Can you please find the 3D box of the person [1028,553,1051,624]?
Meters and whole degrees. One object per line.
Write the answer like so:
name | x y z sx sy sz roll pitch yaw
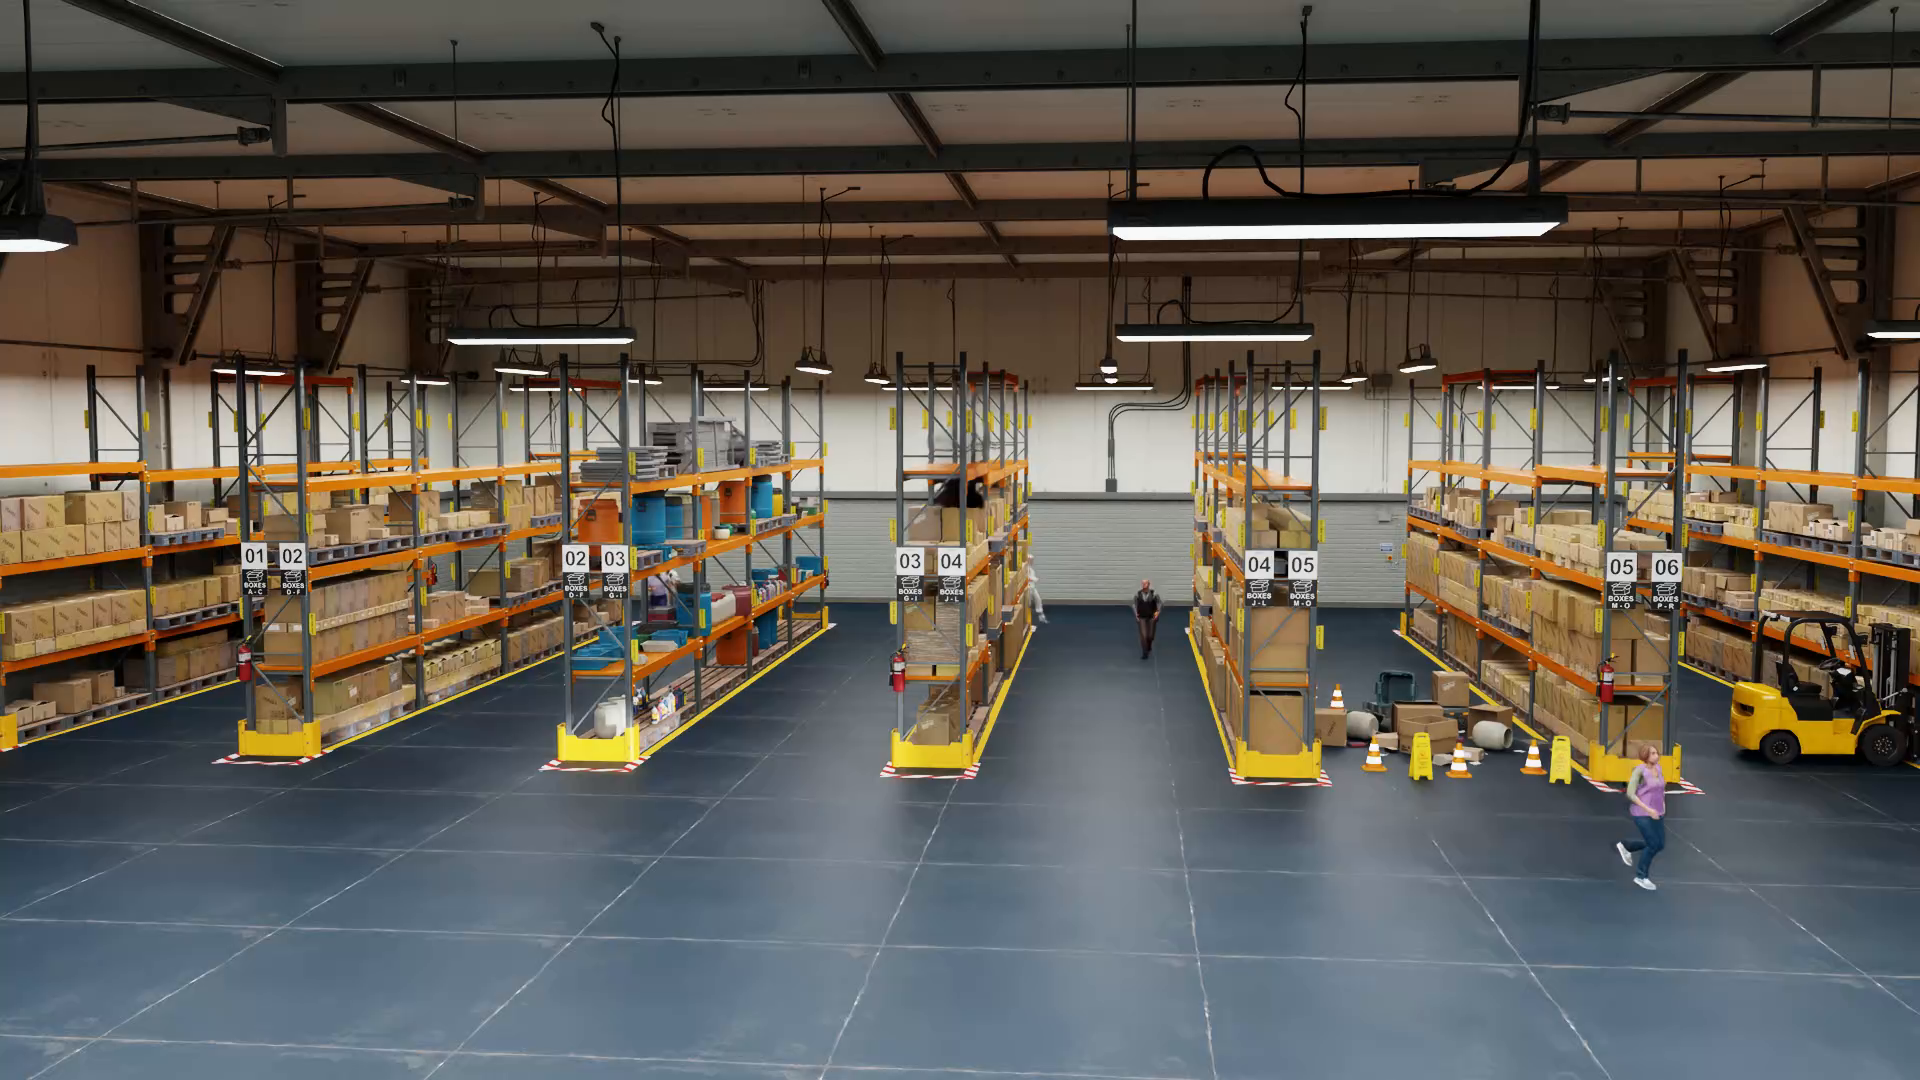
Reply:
person | 1.702 1.205 40.981 0.995 1.773 0.677 1 4 13

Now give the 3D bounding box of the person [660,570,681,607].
person | -6.984 1.331 39.912 0.583 1.754 0.741 0 4 -4

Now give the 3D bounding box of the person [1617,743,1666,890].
person | 7.374 2.960 17.962 0.562 1.578 0.604 -2 5 -28

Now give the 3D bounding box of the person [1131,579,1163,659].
person | 3.955 1.666 35.237 0.661 1.691 0.544 1 4 10

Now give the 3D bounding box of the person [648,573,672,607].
person | -7.016 1.409 38.605 0.612 1.636 0.951 0 4 -3
